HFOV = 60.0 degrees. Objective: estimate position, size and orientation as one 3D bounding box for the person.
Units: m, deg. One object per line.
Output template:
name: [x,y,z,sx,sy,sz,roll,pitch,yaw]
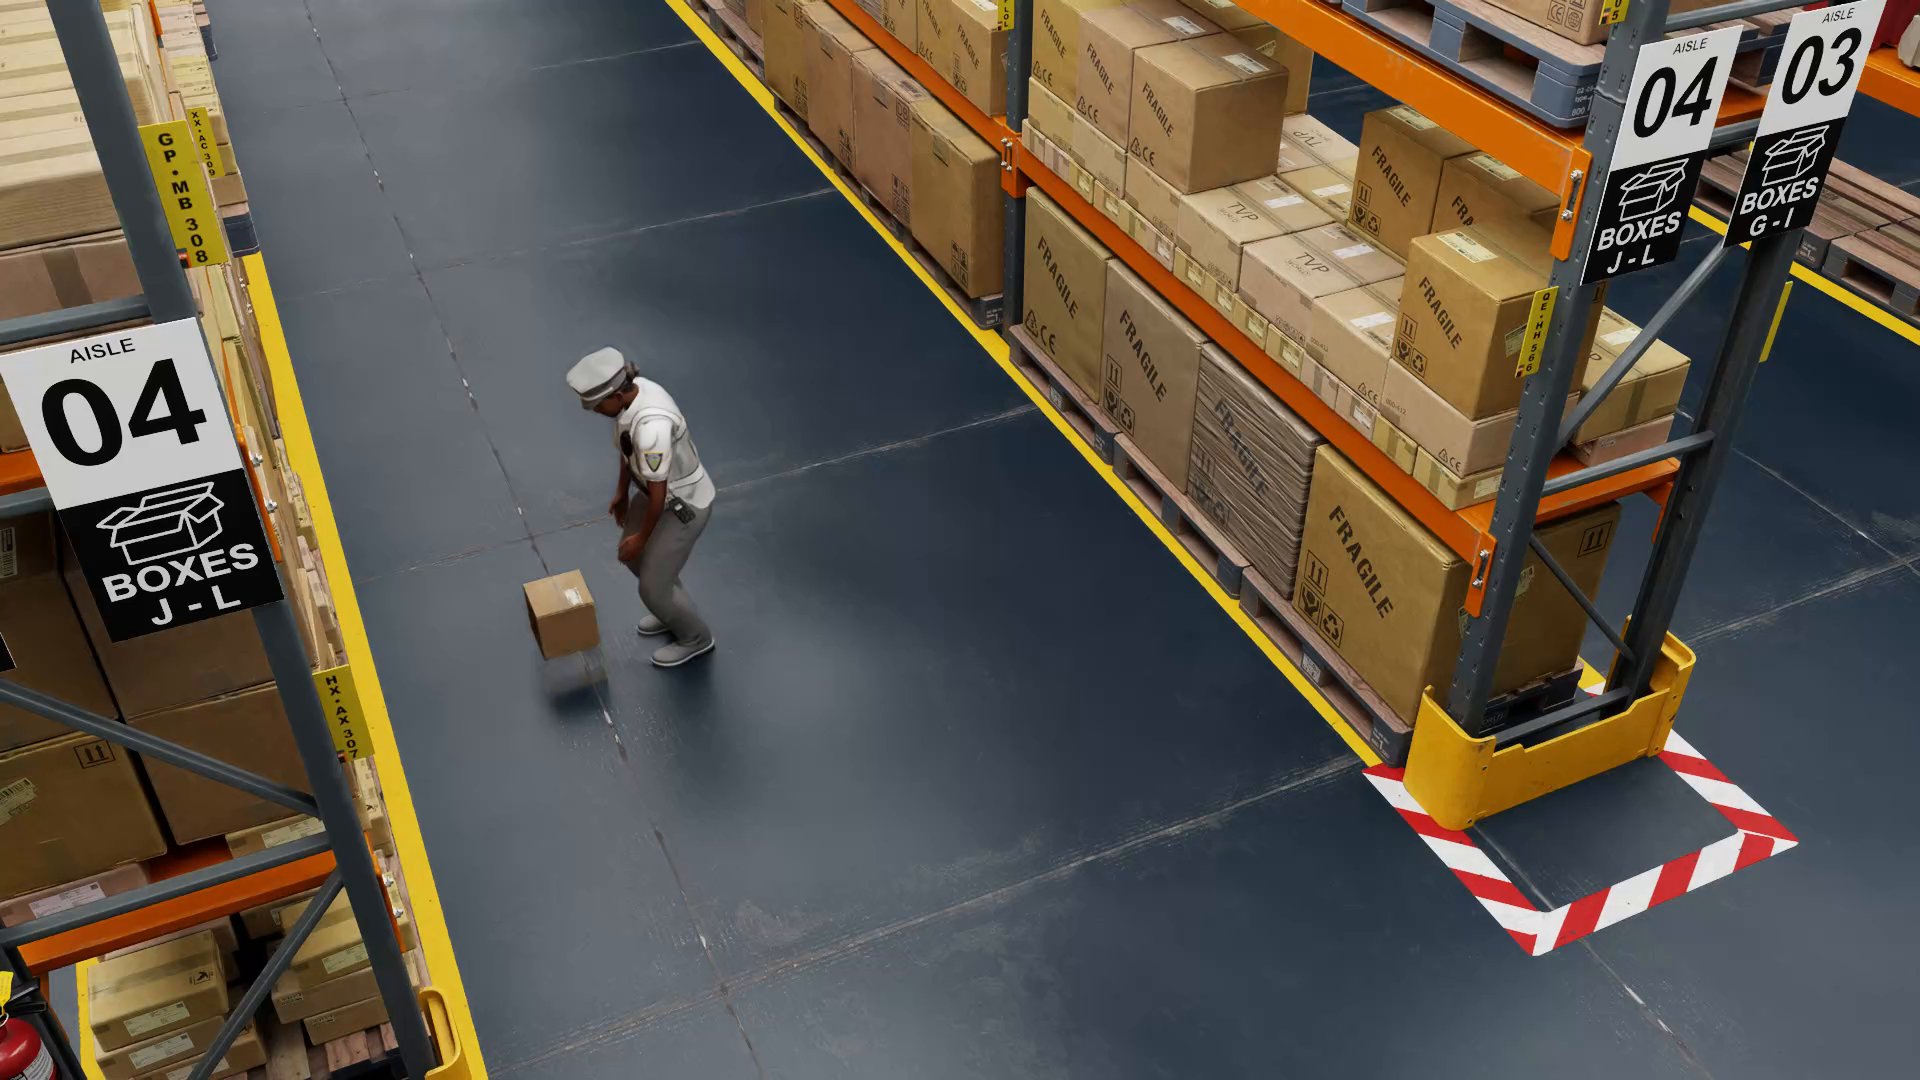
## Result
person: [-1.315,-0.134,7.121,0.541,1.563,0.476,-15,40,-19]
